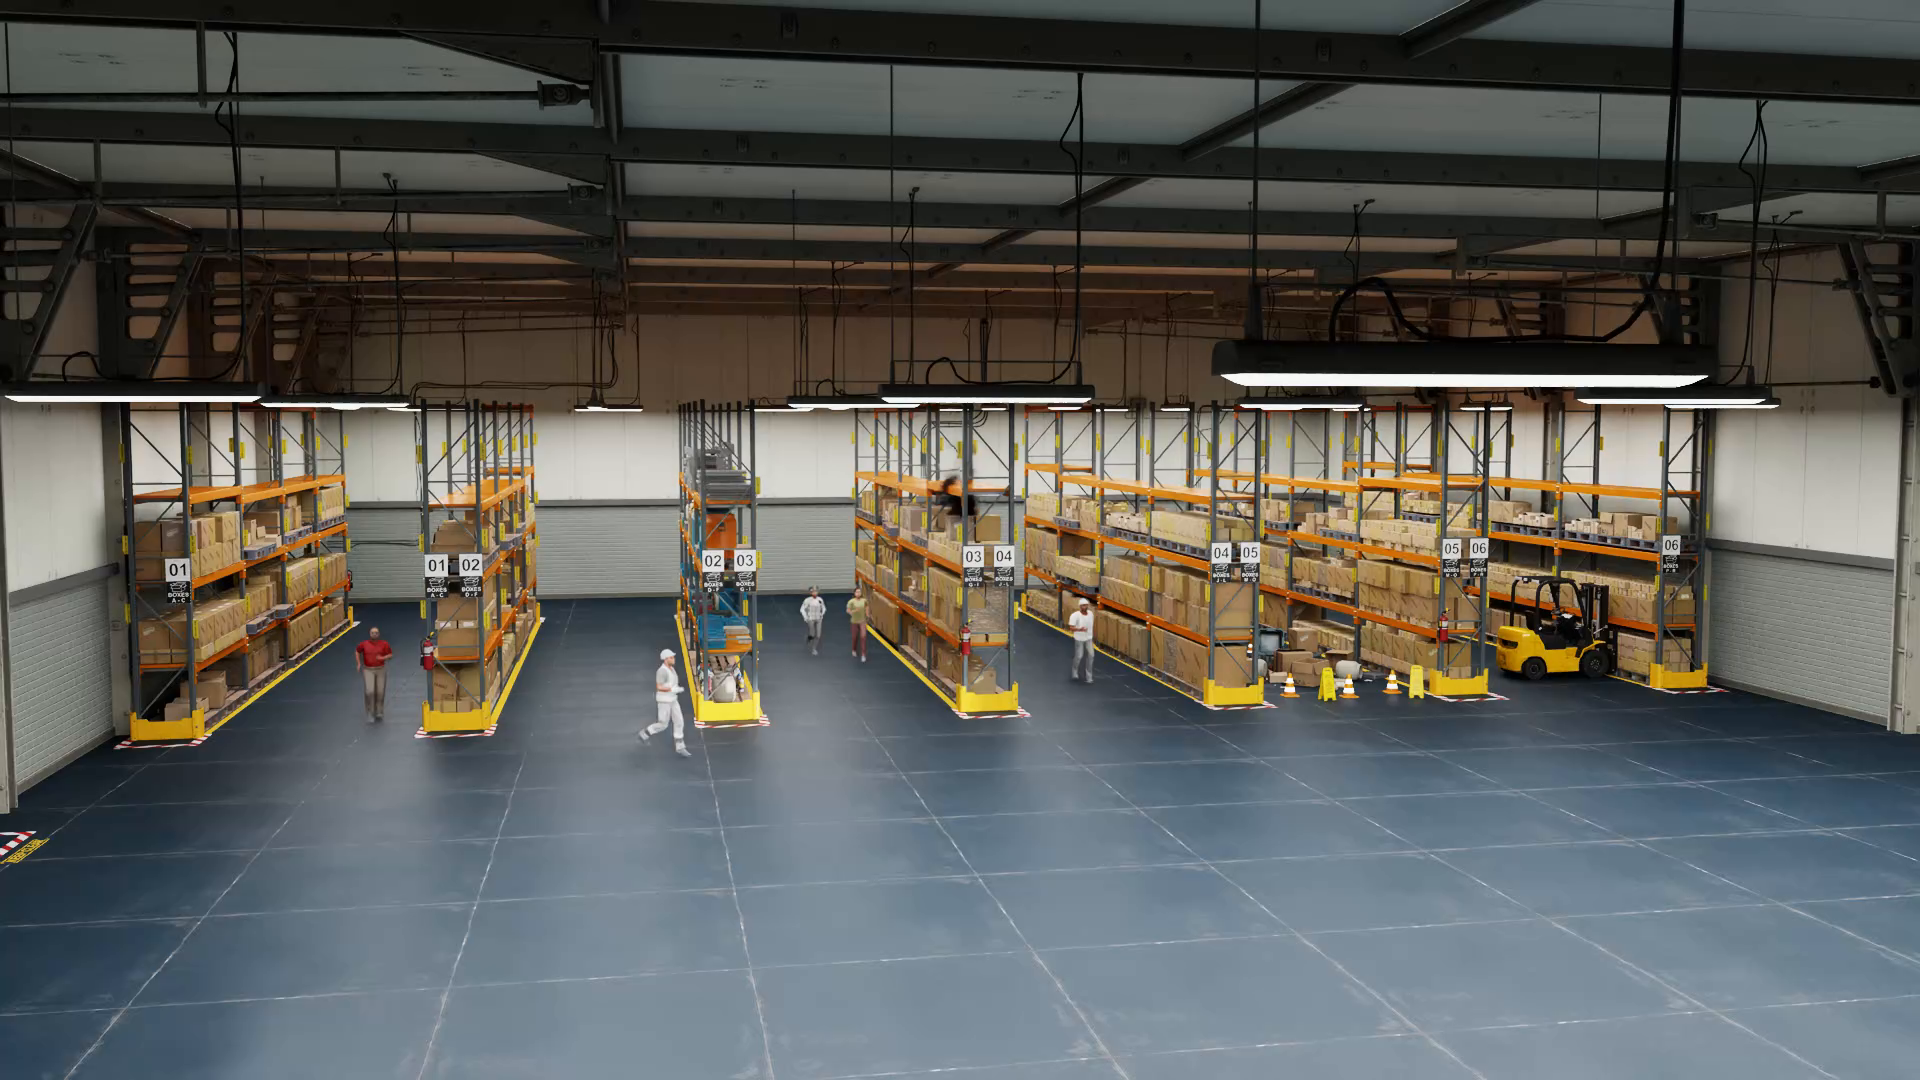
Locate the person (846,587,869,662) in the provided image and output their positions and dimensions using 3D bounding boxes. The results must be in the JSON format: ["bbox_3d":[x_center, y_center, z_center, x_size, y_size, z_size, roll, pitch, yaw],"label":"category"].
[{"bbox_3d":[-2.372,1.947,38.749,0.561,1.686,0.908,-1,4,-11],"label":"person"}]

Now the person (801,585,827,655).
[{"bbox_3d":[-3.484,1.911,39.768,0.616,1.655,0.554,-2,5,-20],"label":"person"}]

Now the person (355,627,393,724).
[{"bbox_3d":[-10.945,2.527,31.102,0.631,1.803,0.789,-2,5,-25],"label":"person"}]

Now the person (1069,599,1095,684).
[{"bbox_3d":[2.630,2.164,35.609,0.708,1.843,0.785,-2,5,-21],"label":"person"}]

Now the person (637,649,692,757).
[{"bbox_3d":[-4.962,2.735,27.926,0.965,1.812,0.661,1,4,14],"label":"person"}]
